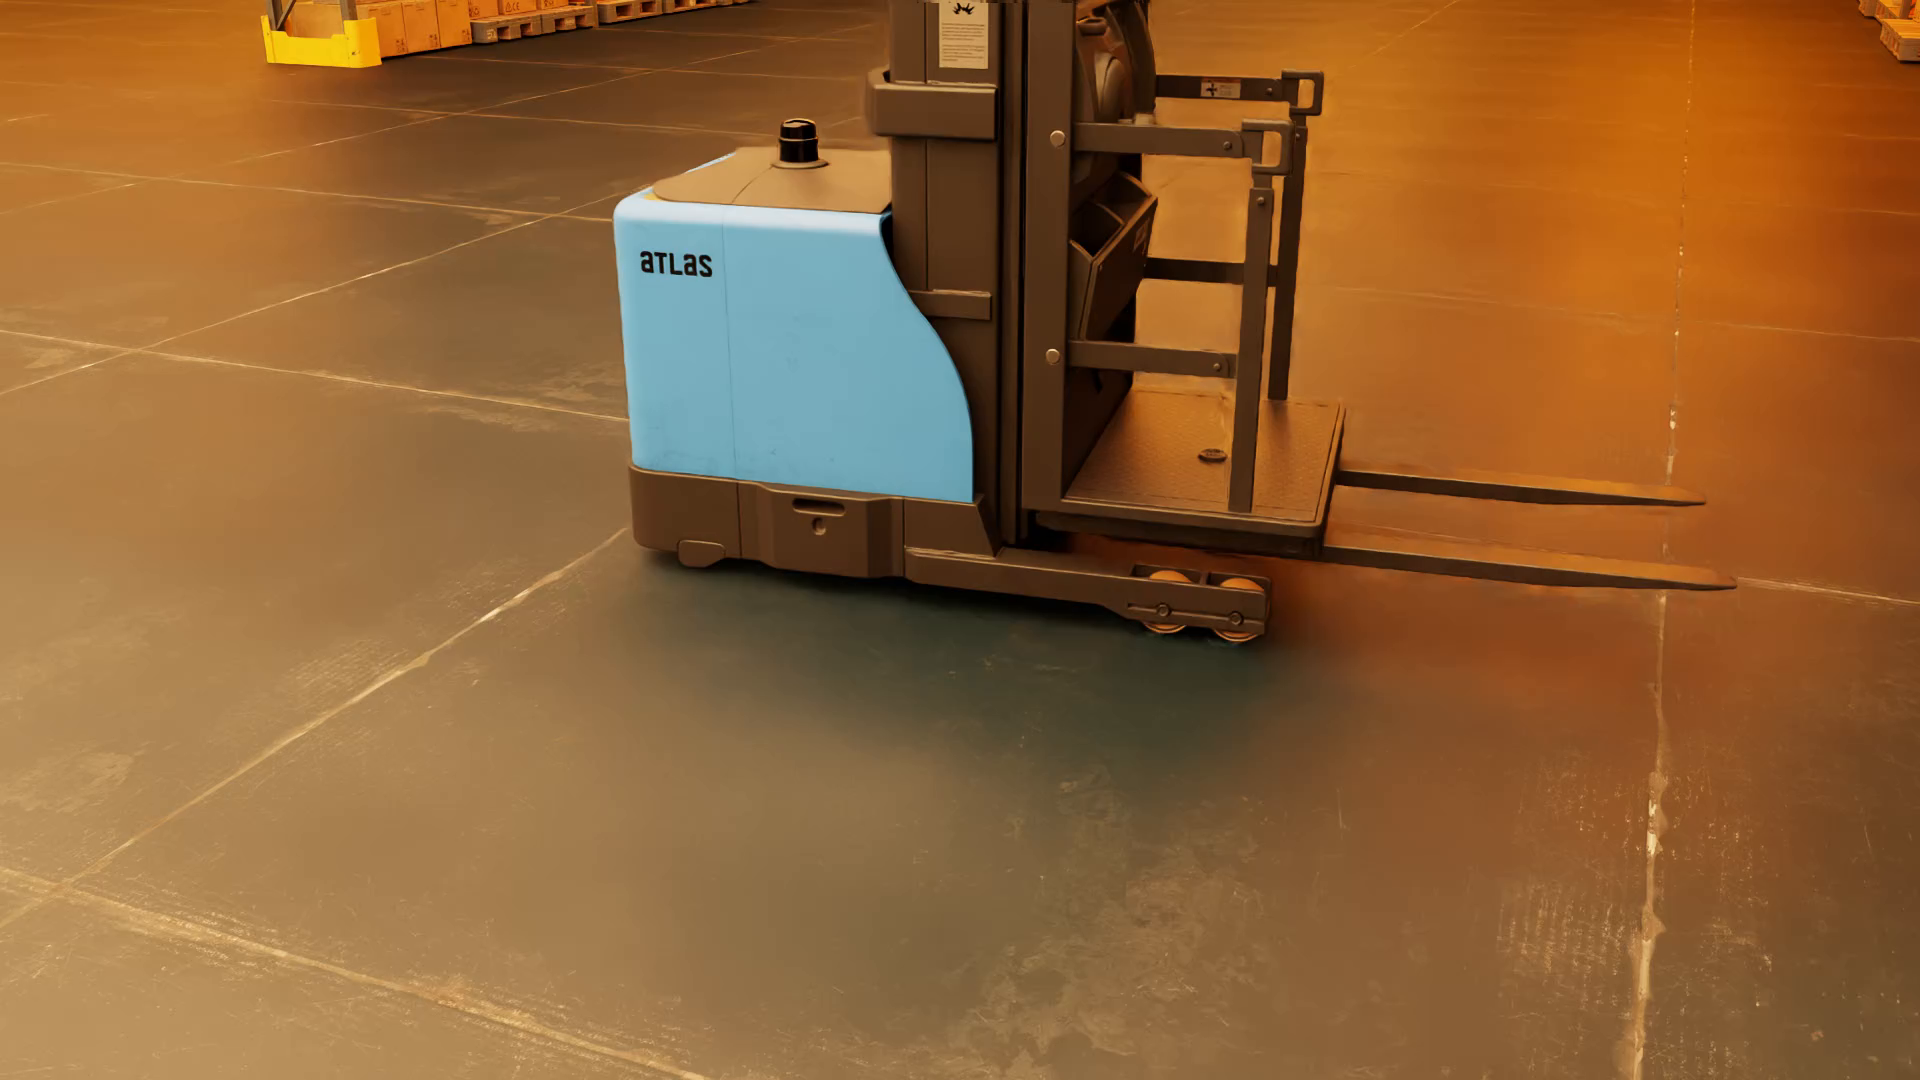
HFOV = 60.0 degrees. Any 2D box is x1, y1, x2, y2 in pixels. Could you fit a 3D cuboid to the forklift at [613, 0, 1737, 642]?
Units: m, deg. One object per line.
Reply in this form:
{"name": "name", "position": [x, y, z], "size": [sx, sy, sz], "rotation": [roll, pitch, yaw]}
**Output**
{"name": "forklift", "position": [0.608, -1.308, 4.421], "size": [3.031, 2.935, 1.130], "rotation": [6, 23, 14]}
